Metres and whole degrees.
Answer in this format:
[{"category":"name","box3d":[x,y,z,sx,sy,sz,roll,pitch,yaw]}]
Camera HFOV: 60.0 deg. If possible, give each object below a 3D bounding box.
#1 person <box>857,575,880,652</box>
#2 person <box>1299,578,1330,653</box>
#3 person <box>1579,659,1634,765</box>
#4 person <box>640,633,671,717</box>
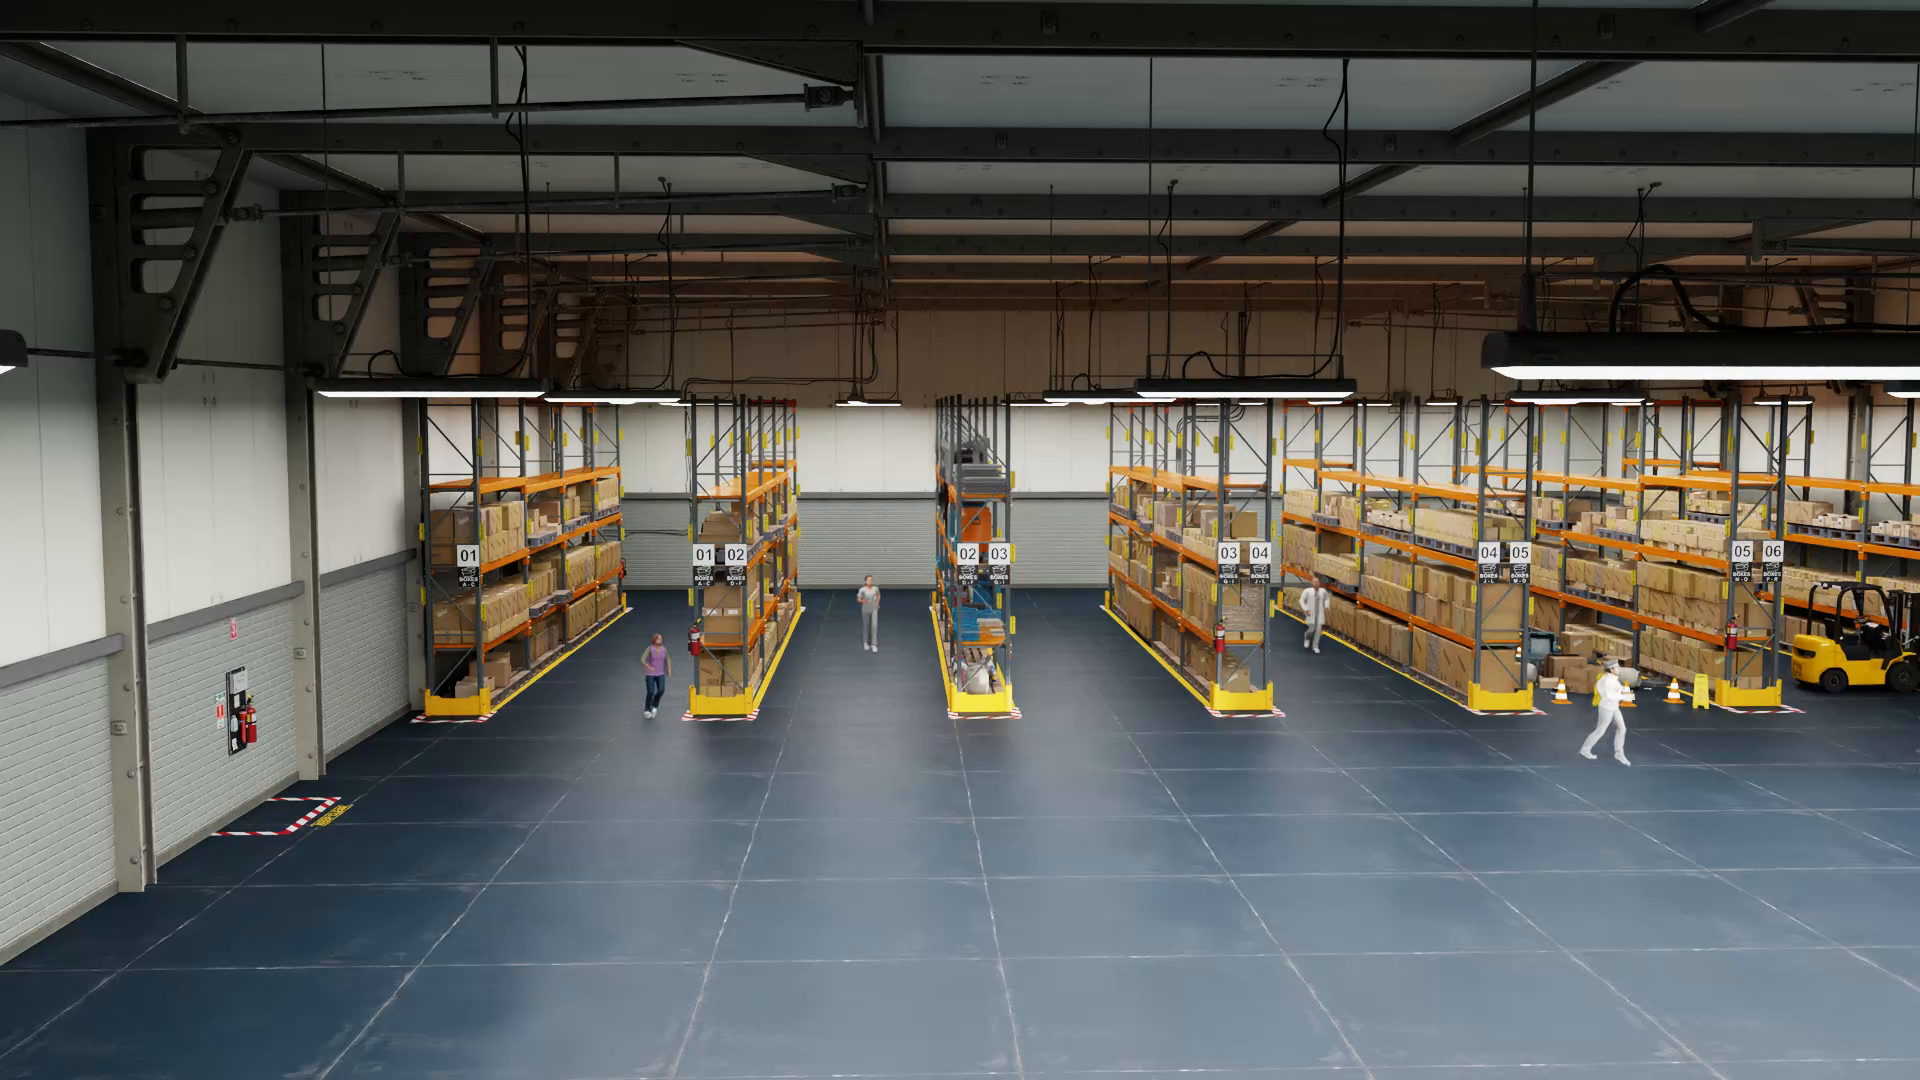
[{"category":"person","box3d":[-2.034,1.640,37.360,0.565,1.706,0.884,-1,5,-14]},{"category":"person","box3d":[8.400,1.761,39.348,0.736,1.755,0.683,0,5,-4]},{"category":"person","box3d":[10.462,2.767,26.849,0.816,1.737,0.557,3,5,33]},{"category":"person","box3d":[-5.623,2.563,30.858,0.617,1.458,0.543,-2,5,-28]}]
